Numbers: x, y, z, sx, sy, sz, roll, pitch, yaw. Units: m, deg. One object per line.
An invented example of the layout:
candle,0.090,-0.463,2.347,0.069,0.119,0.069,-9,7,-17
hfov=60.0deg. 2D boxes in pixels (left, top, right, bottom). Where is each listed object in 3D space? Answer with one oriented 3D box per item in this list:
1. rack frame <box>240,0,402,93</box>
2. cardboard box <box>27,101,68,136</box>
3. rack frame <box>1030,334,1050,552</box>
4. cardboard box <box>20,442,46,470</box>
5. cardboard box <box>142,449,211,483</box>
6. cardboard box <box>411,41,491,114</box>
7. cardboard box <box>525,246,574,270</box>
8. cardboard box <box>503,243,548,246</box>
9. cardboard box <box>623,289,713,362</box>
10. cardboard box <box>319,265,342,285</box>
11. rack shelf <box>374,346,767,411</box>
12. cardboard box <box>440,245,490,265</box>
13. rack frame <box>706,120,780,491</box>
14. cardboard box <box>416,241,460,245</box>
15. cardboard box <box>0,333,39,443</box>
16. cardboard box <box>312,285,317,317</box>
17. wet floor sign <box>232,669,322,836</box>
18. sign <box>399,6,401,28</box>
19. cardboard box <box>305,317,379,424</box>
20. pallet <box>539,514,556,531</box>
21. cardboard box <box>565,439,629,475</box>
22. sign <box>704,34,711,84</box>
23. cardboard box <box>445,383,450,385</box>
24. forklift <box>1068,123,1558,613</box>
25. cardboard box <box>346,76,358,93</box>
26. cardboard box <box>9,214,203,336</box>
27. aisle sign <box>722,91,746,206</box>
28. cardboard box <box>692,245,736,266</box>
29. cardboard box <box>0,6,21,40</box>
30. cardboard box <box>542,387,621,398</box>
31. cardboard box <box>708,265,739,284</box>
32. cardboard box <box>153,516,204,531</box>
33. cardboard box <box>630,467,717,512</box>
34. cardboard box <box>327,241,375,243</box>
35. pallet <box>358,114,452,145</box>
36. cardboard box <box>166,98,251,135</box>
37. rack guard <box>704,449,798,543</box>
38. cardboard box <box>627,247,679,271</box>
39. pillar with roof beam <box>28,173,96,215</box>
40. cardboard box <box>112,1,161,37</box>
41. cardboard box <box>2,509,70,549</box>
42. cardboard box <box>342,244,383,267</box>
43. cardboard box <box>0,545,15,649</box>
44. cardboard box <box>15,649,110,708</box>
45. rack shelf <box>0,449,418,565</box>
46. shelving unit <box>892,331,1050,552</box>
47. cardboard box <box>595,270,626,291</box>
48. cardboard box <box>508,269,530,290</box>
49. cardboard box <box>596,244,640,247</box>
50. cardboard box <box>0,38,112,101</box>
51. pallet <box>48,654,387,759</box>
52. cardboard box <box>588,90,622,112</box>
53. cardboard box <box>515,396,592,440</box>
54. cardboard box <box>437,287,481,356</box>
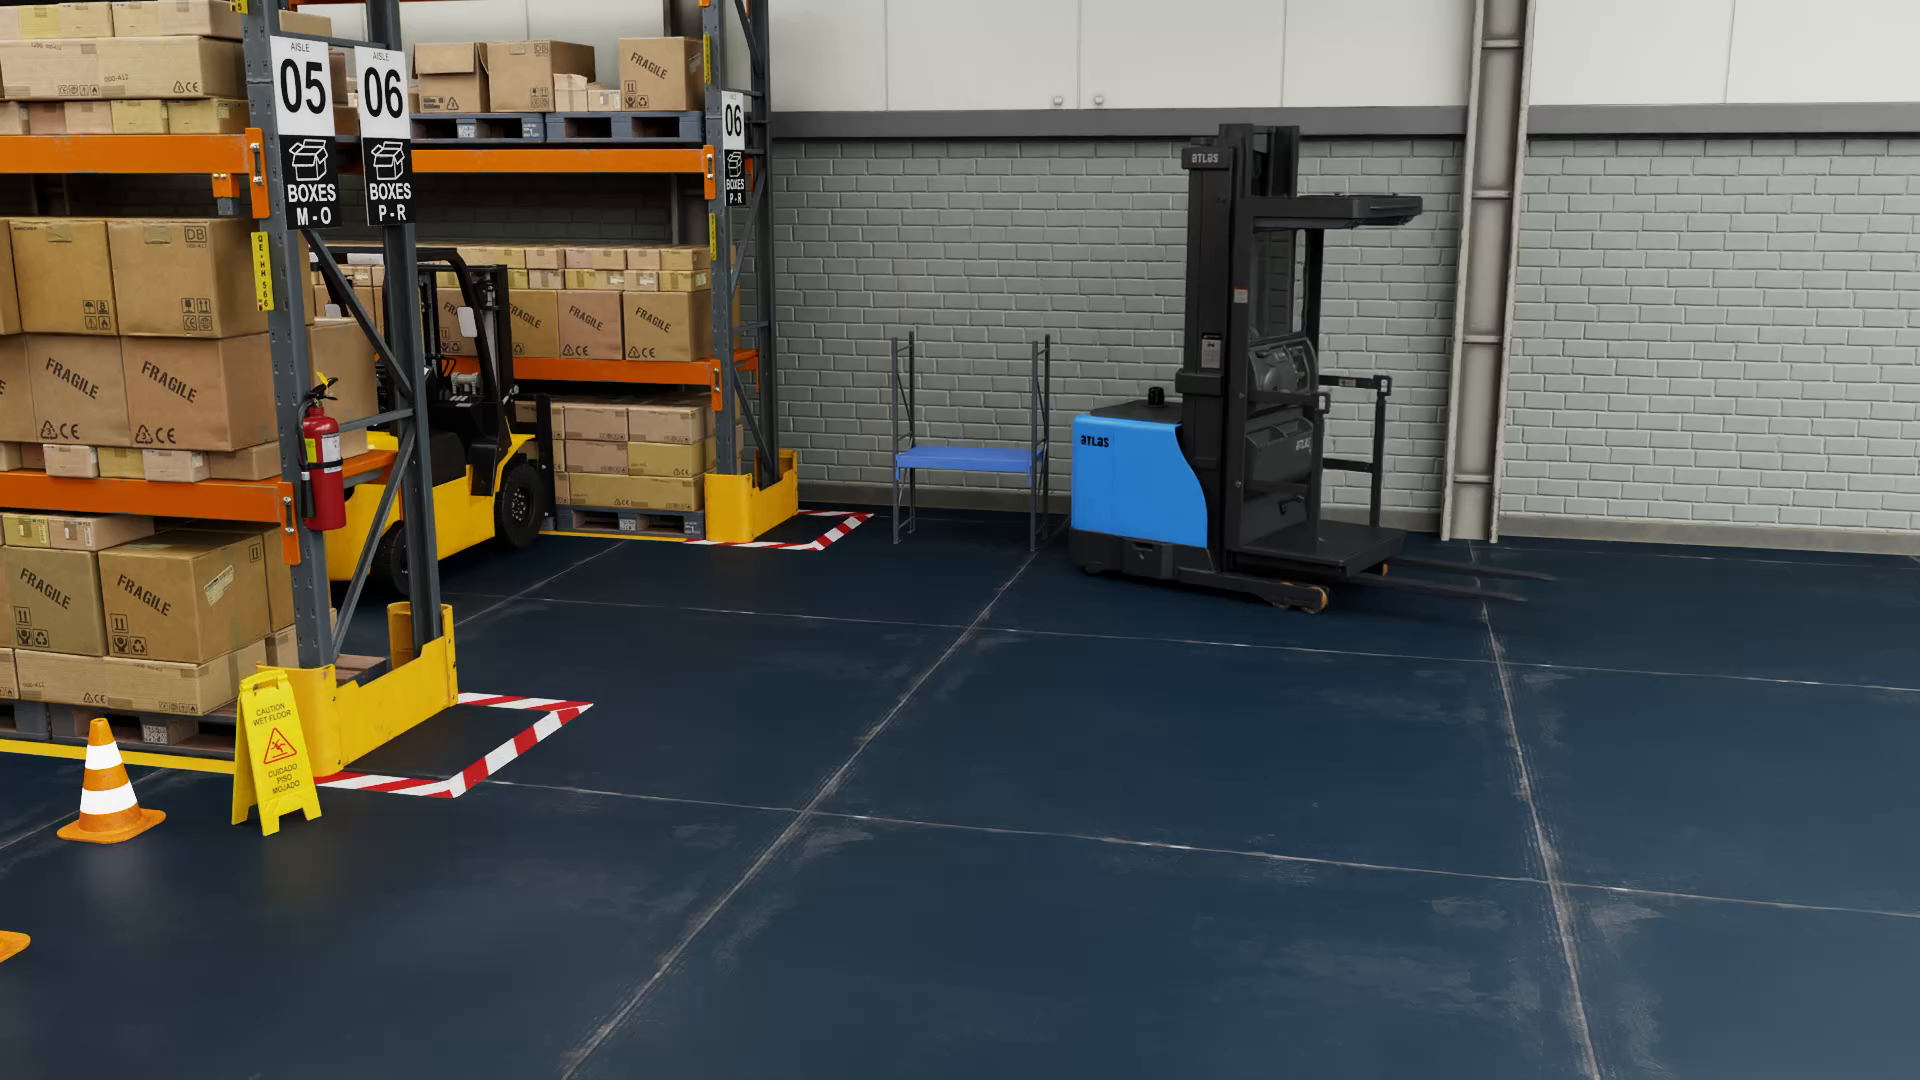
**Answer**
rack frame,-2.784,-3.456,7.035,0.127,3.000,1.000,3,13,14
cardboard box,-3.927,-1.883,7.449,0.250,0.149,0.380,3,13,14
rack frame,0.576,-0.701,11.932,0.032,1.500,0.500,3,13,14
cardboard box,-4.187,-0.436,7.856,0.250,0.149,0.380,3,13,14
cardboard box,-3.471,-0.369,7.551,0.250,0.149,0.380,3,13,13
cardboard box,-3.616,-3.424,12.378,0.637,0.503,0.797,3,13,15
cardboard box,-3.008,-2.089,12.309,0.250,0.149,0.380,3,13,15
cardboard box,-3.368,-2.231,12.947,0.250,0.149,0.380,3,13,14
cardboard box,-2.139,-1.590,12.246,0.500,0.500,0.500,3,13,12
cardboard box,-4.724,-2.052,12.827,0.250,0.149,0.380,3,13,13
rack shelf,-3.540,-1.324,12.936,4.000,0.370,1.077,3,13,14
cardboard box,-3.728,-2.151,12.589,0.250,0.149,0.380,3,13,14
rack frame,-1.599,-1.571,12.390,0.127,3.000,1.000,3,13,14
cardboard box,-4.101,-2.286,13.198,0.250,0.149,0.380,3,13,13
cardboard box,-4.347,-0.745,7.749,0.500,0.500,0.500,3,13,13
cardboard box,-5.114,-1.750,12.964,0.500,0.500,0.500,3,13,12
wet floor sign,-2.856,0.857,6.881,0.232,0.644,0.267,8,15,33
sign,-2.654,-2.532,7.779,0.005,0.325,0.100,3,13,14
cardboard box,-3.178,-0.804,8.015,0.500,0.500,0.500,3,13,13
pallet,-3.532,-0.305,13.119,1.213,0.211,1.003,3,13,14
cardboard box,-2.630,-0.666,12.534,0.500,0.250,0.500,3,13,13
sign,-1.742,-3.316,11.467,0.005,0.325,0.100,3,13,14
cardboard box,-4.463,-1.122,13.434,0.500,0.250,0.500,3,13,13
forklift,2.228,-1.111,10.475,3.031,2.935,1.130,9,15,34
cardboard box,-4.733,-3.359,12.529,0.500,0.311,0.500,3,13,15
cardboard box,-3.822,-1.218,7.571,0.500,0.500,0.700,3,13,14
aisle sign,-1.605,-2.775,11.815,0.004,0.787,0.394,3,13,14
cardboard box,-1.874,-2.144,12.558,0.250,0.149,0.380,3,13,12
cardboard box,-4.146,-2.283,7.411,0.250,0.149,0.380,3,13,14
cardboard box,-2.989,-1.040,13.067,0.500,0.250,0.500,3,13,13
cardboard box,-1.866,-2.009,12.634,0.250,0.149,0.380,3,13,12
cardboard box,-4.033,0.117,8.430,0.500,0.500,0.500,3,13,11
cardboard box,-2.131,-0.392,12.453,0.500,0.250,0.500,3,13,14
cardboard box,-4.866,-2.315,13.326,0.250,0.149,0.380,3,13,12
pallet,-4.648,-3.161,12.836,1.213,0.211,1.003,3,13,14
cardboard box,-3.198,-1.829,7.205,0.250,0.149,0.380,3,13,14
rack guard,-1.575,-0.350,12.655,0.348,0.500,1.175,3,13,14
cardboard box,-2.244,-2.062,12.189,0.250,0.149,0.380,3,13,14
pillar with roof beam,-8.915,-4.132,10.081,0.400,9.000,9.100,3,13,14
cardboard box,-3.425,-2.235,7.197,0.250,0.149,0.380,3,13,15
cardboard box,-4.240,-0.078,7.810,0.250,0.149,0.380,3,13,14
cardboard box,-4.493,-2.170,12.673,0.250,0.149,0.380,3,13,15
cardboard box,-4.620,0.203,8.040,0.500,0.500,0.500,3,13,12
cardboard box,-4.135,0.596,8.000,0.500,0.250,0.500,3,13,14
rack shelf,-4.726,-0.280,8.230,4.000,0.370,1.077,3,13,14
shelving unit,0.083,-0.728,12.051,1.048,1.500,0.538,3,13,14
cardboard box,-2.495,-1.929,12.275,0.250,0.149,0.380,3,13,15
cardboard box,-3.254,-1.957,12.402,0.250,0.149,0.380,3,13,14
cardboard box,-2.616,-2.192,12.772,0.250,0.149,0.380,3,13,14
cardboard box,-3.831,-2.063,7.340,0.500,0.250,0.500,3,13,13
pallet,-3.638,0.781,8.228,1.213,0.211,1.003,3,13,14
cardboard box,-2.476,-3.146,11.942,0.250,0.149,0.380,3,13,12
cardboard box,-3.110,-0.930,12.569,0.500,0.250,0.500,3,13,14
cardboard box,-3.629,-1.670,12.603,0.500,0.500,0.500,3,13,14
